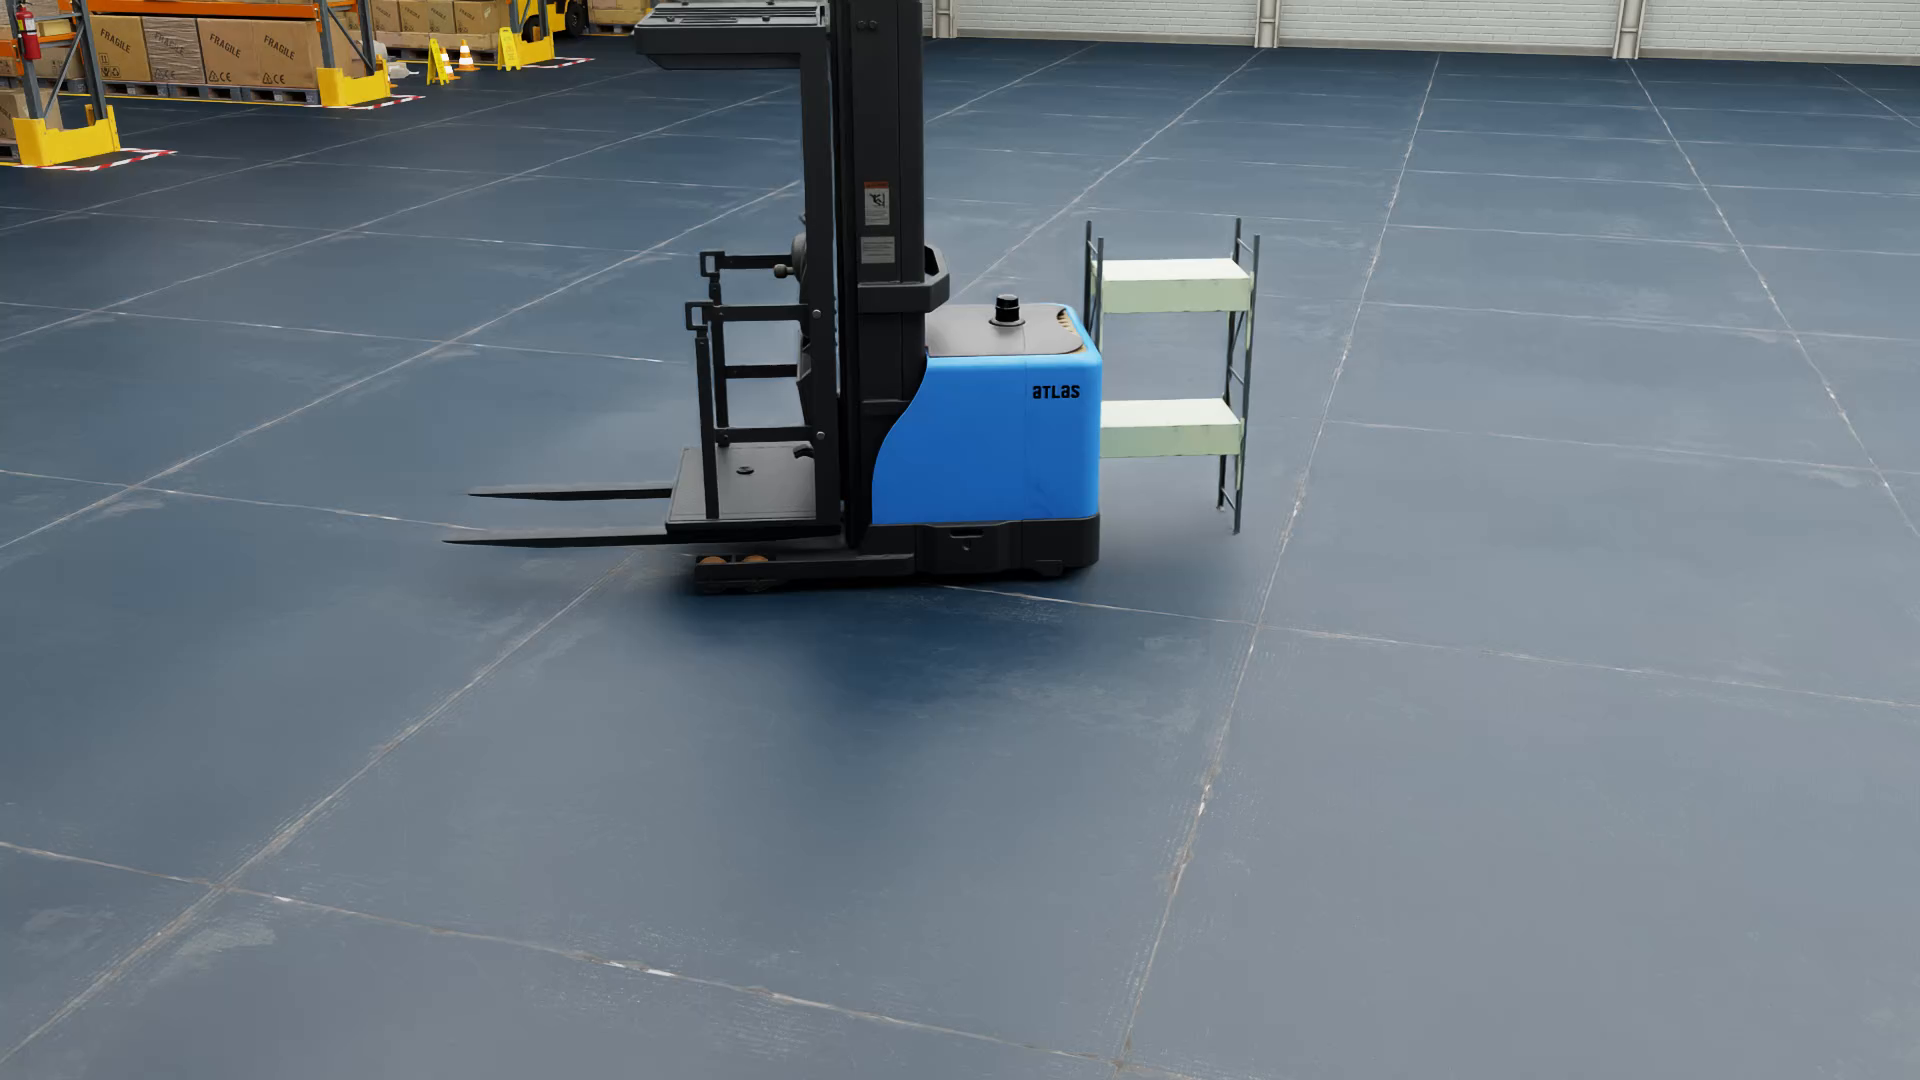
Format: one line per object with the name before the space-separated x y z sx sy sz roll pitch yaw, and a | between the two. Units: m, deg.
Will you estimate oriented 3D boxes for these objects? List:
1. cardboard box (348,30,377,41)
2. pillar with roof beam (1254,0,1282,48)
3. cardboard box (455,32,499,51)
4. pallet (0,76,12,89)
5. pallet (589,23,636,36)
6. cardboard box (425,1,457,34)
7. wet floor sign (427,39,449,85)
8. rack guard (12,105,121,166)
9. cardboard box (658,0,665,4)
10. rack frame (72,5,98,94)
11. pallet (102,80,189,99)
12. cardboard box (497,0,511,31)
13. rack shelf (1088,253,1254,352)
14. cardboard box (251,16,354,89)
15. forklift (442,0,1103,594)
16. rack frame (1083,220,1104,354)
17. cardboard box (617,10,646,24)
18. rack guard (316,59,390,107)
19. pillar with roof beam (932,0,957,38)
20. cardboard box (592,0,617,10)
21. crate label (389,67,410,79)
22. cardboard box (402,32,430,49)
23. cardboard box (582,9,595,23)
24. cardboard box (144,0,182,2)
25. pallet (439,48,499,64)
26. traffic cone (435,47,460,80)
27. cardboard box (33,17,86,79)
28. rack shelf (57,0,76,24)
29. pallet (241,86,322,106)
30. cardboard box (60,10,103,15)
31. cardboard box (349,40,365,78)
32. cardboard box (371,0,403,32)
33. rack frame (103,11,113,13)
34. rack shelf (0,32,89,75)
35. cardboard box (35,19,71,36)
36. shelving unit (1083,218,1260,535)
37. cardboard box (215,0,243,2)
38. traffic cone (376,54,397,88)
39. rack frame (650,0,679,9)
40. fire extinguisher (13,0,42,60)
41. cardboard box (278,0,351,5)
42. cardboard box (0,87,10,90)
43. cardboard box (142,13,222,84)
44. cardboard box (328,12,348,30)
cardboard box | -9.878 -8.430 27.877 0.500 0.250 0.500 8 24 19
pillar with roof beam | 4.219 -11.390 24.119 0.400 9.000 9.100 7 23 16
cardboard box | -7.925 -8.202 27.322 0.500 0.250 0.500 6 23 15
pallet | -14.145 -6.815 24.546 1.213 0.211 1.003 7 23 16
pallet | -6.364 -9.869 31.989 1.213 0.211 1.003 7 23 16
cardboard box | -8.393 -8.604 27.315 0.500 0.500 0.500 7 23 17
wet floor sign | -7.783 -7.104 24.677 0.232 0.644 0.267 3 22 6
rack guard | -9.985 -4.537 18.612 0.348 0.500 1.175 7 23 16
cardboard box | -6.010 -10.370 31.950 0.500 0.250 0.500 7 23 16
rack frame | -12.213 -7.915 23.553 0.127 3.000 1.000 7 23 16
pallet | -11.507 -6.513 23.809 1.213 0.211 1.003 7 23 15
cardboard box | -7.765 -8.747 27.661 0.500 0.500 0.500 6 23 14
rack shelf | 0.999 -1.145 7.996 0.720 0.370 0.431 -2 22 -4
cardboard box | -9.051 -6.738 22.930 0.875 0.875 0.875 7 23 16
forklift | -0.892 -1.319 7.563 3.031 2.935 1.130 -2 22 -4
rack frame | 0.634 -0.773 8.117 0.023 1.500 0.400 -2 22 -4
cardboard box | -6.161 -9.949 31.581 0.500 0.250 0.500 7 23 16
rack guard | -8.360 -6.318 22.952 0.348 0.500 1.175 7 23 16
pillar with roof beam | -1.525 -12.048 25.722 0.400 9.000 9.100 7 23 16
cardboard box | -6.653 -10.242 31.637 0.500 0.250 0.500 6 23 15
crate label | -8.600 -7.163 25.492 0.298 0.136 0.250 -5 23 -12
cardboard box | -8.898 -8.314 27.595 0.500 0.250 0.500 6 23 14
cardboard box | -7.110 -10.065 31.864 0.500 0.250 0.500 7 23 16
cardboard box | -10.840 -7.794 23.061 0.550 0.550 0.875 7 23 16
pallet | -7.890 -8.106 27.693 1.213 0.211 1.003 7 23 16
traffic cone | -7.829 -7.250 25.275 0.334 0.463 0.336 7 23 16
cardboard box | -12.833 -7.104 23.986 0.750 0.750 1.050 6 23 15
rack shelf | -14.127 -7.802 24.224 4.000 0.370 1.077 7 23 16
pallet | -9.171 -6.246 23.157 1.213 0.211 1.003 7 23 15
cardboard box | -15.346 -9.480 29.615 0.875 0.875 0.875 6 23 15
cardboard box | -9.463 -7.404 25.596 0.637 0.503 0.797 -9 24 -21
cardboard box | -9.381 -8.719 27.595 0.500 0.500 0.500 8 24 18
rack frame | -14.709 -10.163 29.033 0.127 3.000 1.000 7 23 16
rack shelf | -11.827 -5.572 18.788 4.000 0.370 1.077 7 23 16
cardboard box | -10.116 -5.687 18.452 0.250 0.149 0.380 7 23 16
shelving unit | 0.999 -0.784 8.144 0.755 1.500 0.431 -2 22 -4
cardboard box | -9.784 -7.730 22.903 0.550 0.550 0.875 7 23 16
traffic cone | -8.481 -6.877 24.365 0.334 0.463 0.336 7 23 16
rack frame | -5.620 -11.090 31.293 0.127 3.000 1.000 7 23 16
fire extinguisher | -9.936 -5.470 17.693 0.183 0.674 0.296 7 23 16
cardboard box | -8.751 -7.570 22.514 0.550 0.550 0.875 7 23 16
cardboard box | -11.088 -4.851 18.823 0.500 0.500 0.500 13 26 29
cardboard box | -10.767 -6.935 23.409 0.875 0.875 0.875 7 23 16
cardboard box | -10.393 -8.831 27.867 0.500 0.500 0.500 8 24 18
